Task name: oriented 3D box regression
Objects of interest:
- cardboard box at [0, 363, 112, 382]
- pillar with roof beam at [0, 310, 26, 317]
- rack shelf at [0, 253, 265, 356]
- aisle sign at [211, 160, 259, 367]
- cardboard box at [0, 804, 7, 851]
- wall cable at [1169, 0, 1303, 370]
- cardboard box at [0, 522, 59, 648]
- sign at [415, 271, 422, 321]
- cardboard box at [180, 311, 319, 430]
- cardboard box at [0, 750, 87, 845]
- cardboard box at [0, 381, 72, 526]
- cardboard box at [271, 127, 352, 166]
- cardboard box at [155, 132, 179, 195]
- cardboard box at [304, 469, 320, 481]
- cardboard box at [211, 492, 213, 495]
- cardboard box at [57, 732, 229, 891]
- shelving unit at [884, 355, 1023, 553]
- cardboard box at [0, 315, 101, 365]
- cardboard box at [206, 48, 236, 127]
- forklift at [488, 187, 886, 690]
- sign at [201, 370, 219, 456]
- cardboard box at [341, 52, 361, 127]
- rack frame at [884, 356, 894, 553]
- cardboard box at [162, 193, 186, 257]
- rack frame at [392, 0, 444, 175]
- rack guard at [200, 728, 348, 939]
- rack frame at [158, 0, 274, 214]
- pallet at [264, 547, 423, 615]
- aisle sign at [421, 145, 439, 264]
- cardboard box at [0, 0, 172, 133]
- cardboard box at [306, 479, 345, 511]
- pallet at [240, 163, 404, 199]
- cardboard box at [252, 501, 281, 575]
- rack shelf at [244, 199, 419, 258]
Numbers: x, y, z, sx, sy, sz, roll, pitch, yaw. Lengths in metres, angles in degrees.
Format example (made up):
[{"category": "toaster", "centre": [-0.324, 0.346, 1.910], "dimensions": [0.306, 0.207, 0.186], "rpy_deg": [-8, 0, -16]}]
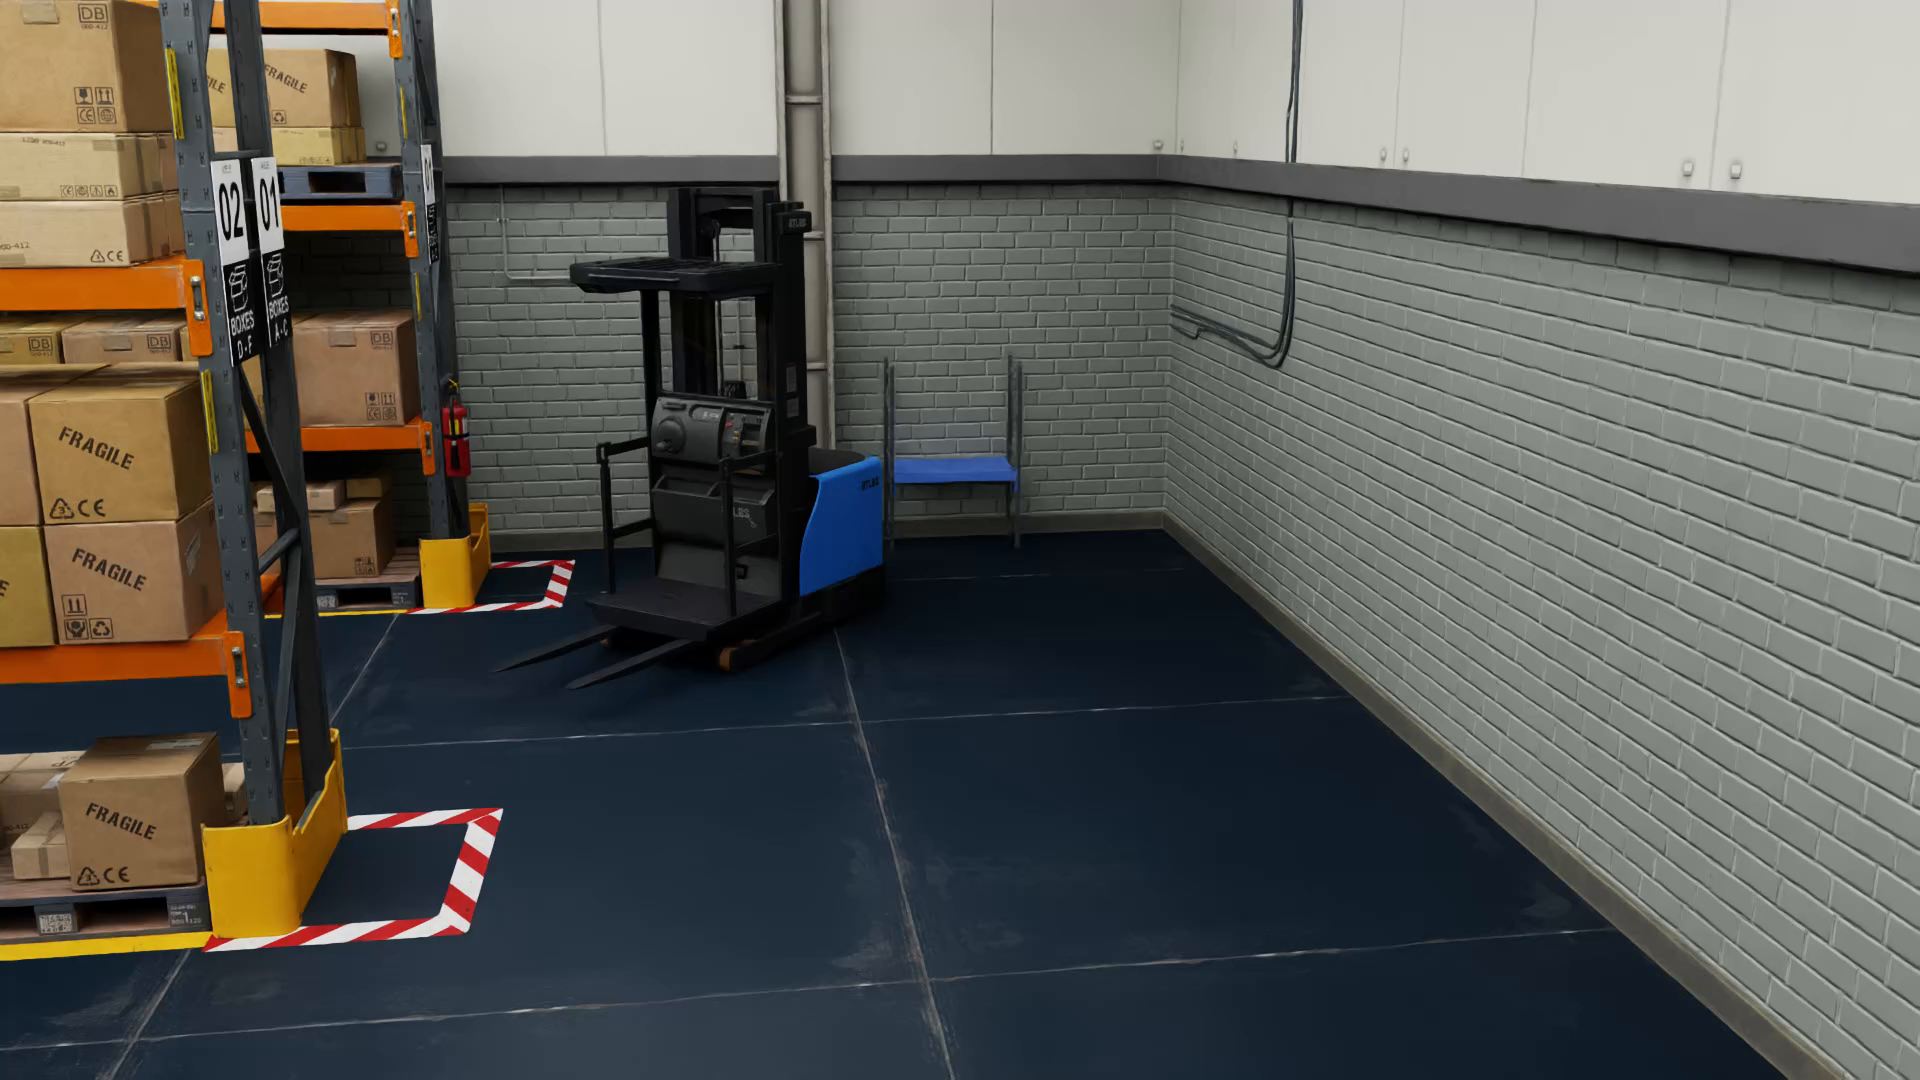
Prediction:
[{"category": "cardboard box", "centre": [-3.995, -0.479, 7.204], "dimensions": [0.500, 0.500, 0.500], "rpy_deg": [-2, 14, -8]}, {"category": "pillar with roof beam", "centre": [-6.494, -3.073, 7.476], "dimensions": [0.400, 9.000, 9.100], "rpy_deg": [-2, 14, -8]}, {"category": "rack shelf", "centre": [-4.979, -0.952, 6.665], "dimensions": [4.000, 0.370, 1.077], "rpy_deg": [-2, 14, -8]}, {"category": "aisle sign", "centre": [-2.888, -1.108, 6.631], "dimensions": [0.004, 0.787, 0.394], "rpy_deg": [-2, 14, -8]}, {"category": "cardboard box", "centre": [-4.446, 1.308, 7.089], "dimensions": [0.500, 0.250, 0.500], "rpy_deg": [-2, 14, -8]}, {"category": "wall cable", "centre": [1.903, -2.633, 12.105], "dimensions": [0.112, 2.526, 3.097], "rpy_deg": [-2, 14, -8]}, {"category": "cardboard box", "centre": [-3.916, 0.134, 6.815], "dimensions": [0.500, 0.500, 0.500], "rpy_deg": [-2, 14, -8]}, {"category": "sign", "centre": [-3.676, -1.656, 11.290], "dimensions": [0.005, 0.325, 0.100], "rpy_deg": [-2, 14, -8]}, {"category": "cardboard box", "centre": [-4.964, -1.206, 11.747], "dimensions": [0.700, 0.700, 0.980], "rpy_deg": [-2, 14, -9]}, {"category": "cardboard box", "centre": [-4.076, 1.171, 7.634], "dimensions": [0.500, 0.250, 0.500], "rpy_deg": [-2, 14, -8]}, {"category": "cardboard box", "centre": [-3.900, -0.351, 6.696], "dimensions": [0.500, 0.500, 0.500], "rpy_deg": [-2, 14, -7]}, {"category": "cardboard box", "centre": [-4.428, -2.654, 11.212], "dimensions": [0.500, 0.250, 0.500], "rpy_deg": [-2, 14, -7]}, {"category": "cardboard box", "centre": [-3.548, -1.587, 6.999], "dimensions": [0.500, 0.250, 0.500], "rpy_deg": [-2, 14, -8]}, {"category": "cardboard box", "centre": [-4.827, -0.401, 12.095], "dimensions": [0.250, 0.149, 0.380], "rpy_deg": [-2, 14, -8]}, {"category": "cardboard box", "centre": [-3.479, -0.015, 7.408], "dimensions": [0.500, 0.500, 0.500], "rpy_deg": [-2, 14, -7]}, {"category": "cardboard box", "centre": [-3.502, 1.159, 7.167], "dimensions": [0.500, 0.500, 0.500], "rpy_deg": [-2, 14, -8]}, {"category": "shelving unit", "centre": [-0.067, -0.701, 13.397], "dimensions": [1.048, 1.500, 0.538], "rpy_deg": [-2, 15, -8]}, {"category": "cardboard box", "centre": [-6.437, -1.152, 11.531], "dimensions": [0.700, 0.700, 0.980], "rpy_deg": [-2, 14, -10]}, {"category": "cardboard box", "centre": [-4.923, -3.001, 11.052], "dimensions": [0.500, 0.500, 0.500], "rpy_deg": [-2, 14, -7]}, {"category": "forklift", "centre": [-1.714, -0.717, 10.555], "dimensions": [1.130, 2.935, 3.031], "rpy_deg": [8, 16, 30]}, {"category": "sign", "centre": [-2.938, -0.499, 6.517], "dimensions": [0.005, 0.325, 0.100], "rpy_deg": [-2, 14, -8]}, {"category": "cardboard box", "centre": [-4.501, -3.140, 11.607], "dimensions": [0.500, 0.500, 0.500], "rpy_deg": [-3, 14, -10]}, {"category": "rack frame", "centre": [-0.571, -0.686, 13.326], "dimensions": [0.032, 1.500, 0.500], "rpy_deg": [-2, 15, -8]}, {"category": "cardboard box", "centre": [-3.547, -1.343, 7.054], "dimensions": [0.500, 0.250, 0.500], "rpy_deg": [-2, 14, -8]}, {"category": "rack frame", "centre": [-3.743, -4.020, 11.252], "dimensions": [0.127, 3.000, 1.000], "rpy_deg": [-2, 14, -8]}, {"category": "rack guard", "centre": [-3.076, 1.296, 7.524], "dimensions": [0.348, 0.500, 1.175], "rpy_deg": [-2, 14, -8]}, {"category": "rack frame", "centre": [-3.001, -2.829, 6.502], "dimensions": [0.127, 3.000, 1.000], "rpy_deg": [-2, 14, -8]}, {"category": "pallet", "centre": [-4.522, 0.290, 12.131], "dimensions": [1.213, 0.211, 1.003], "rpy_deg": [-2, 14, -8]}, {"category": "aisle sign", "centre": [-3.627, -2.302, 11.389], "dimensions": [0.004, 0.787, 0.394], "rpy_deg": [-2, 14, -8]}, {"category": "cardboard box", "centre": [-3.507, -1.885, 6.643], "dimensions": [0.500, 0.500, 0.700], "rpy_deg": [-2, 14, -8]}, {"category": "cardboard box", "centre": [-4.520, -0.318, 11.766], "dimensions": [0.250, 0.149, 0.380], "rpy_deg": [-2, 14, -9]}, {"category": "pallet", "centre": [-4.475, -2.493, 11.511], "dimensions": [1.213, 0.211, 1.003], "rpy_deg": [-2, 14, -8]}, {"category": "cardboard box", "centre": [-4.915, -0.034, 11.966], "dimensions": [0.500, 0.500, 0.700], "rpy_deg": [-2, 14, -8]}, {"category": "rack shelf", "centre": [-5.721, -2.144, 11.416], "dimensions": [4.000, 0.370, 1.077], "rpy_deg": [-2, 14, -8]}]
